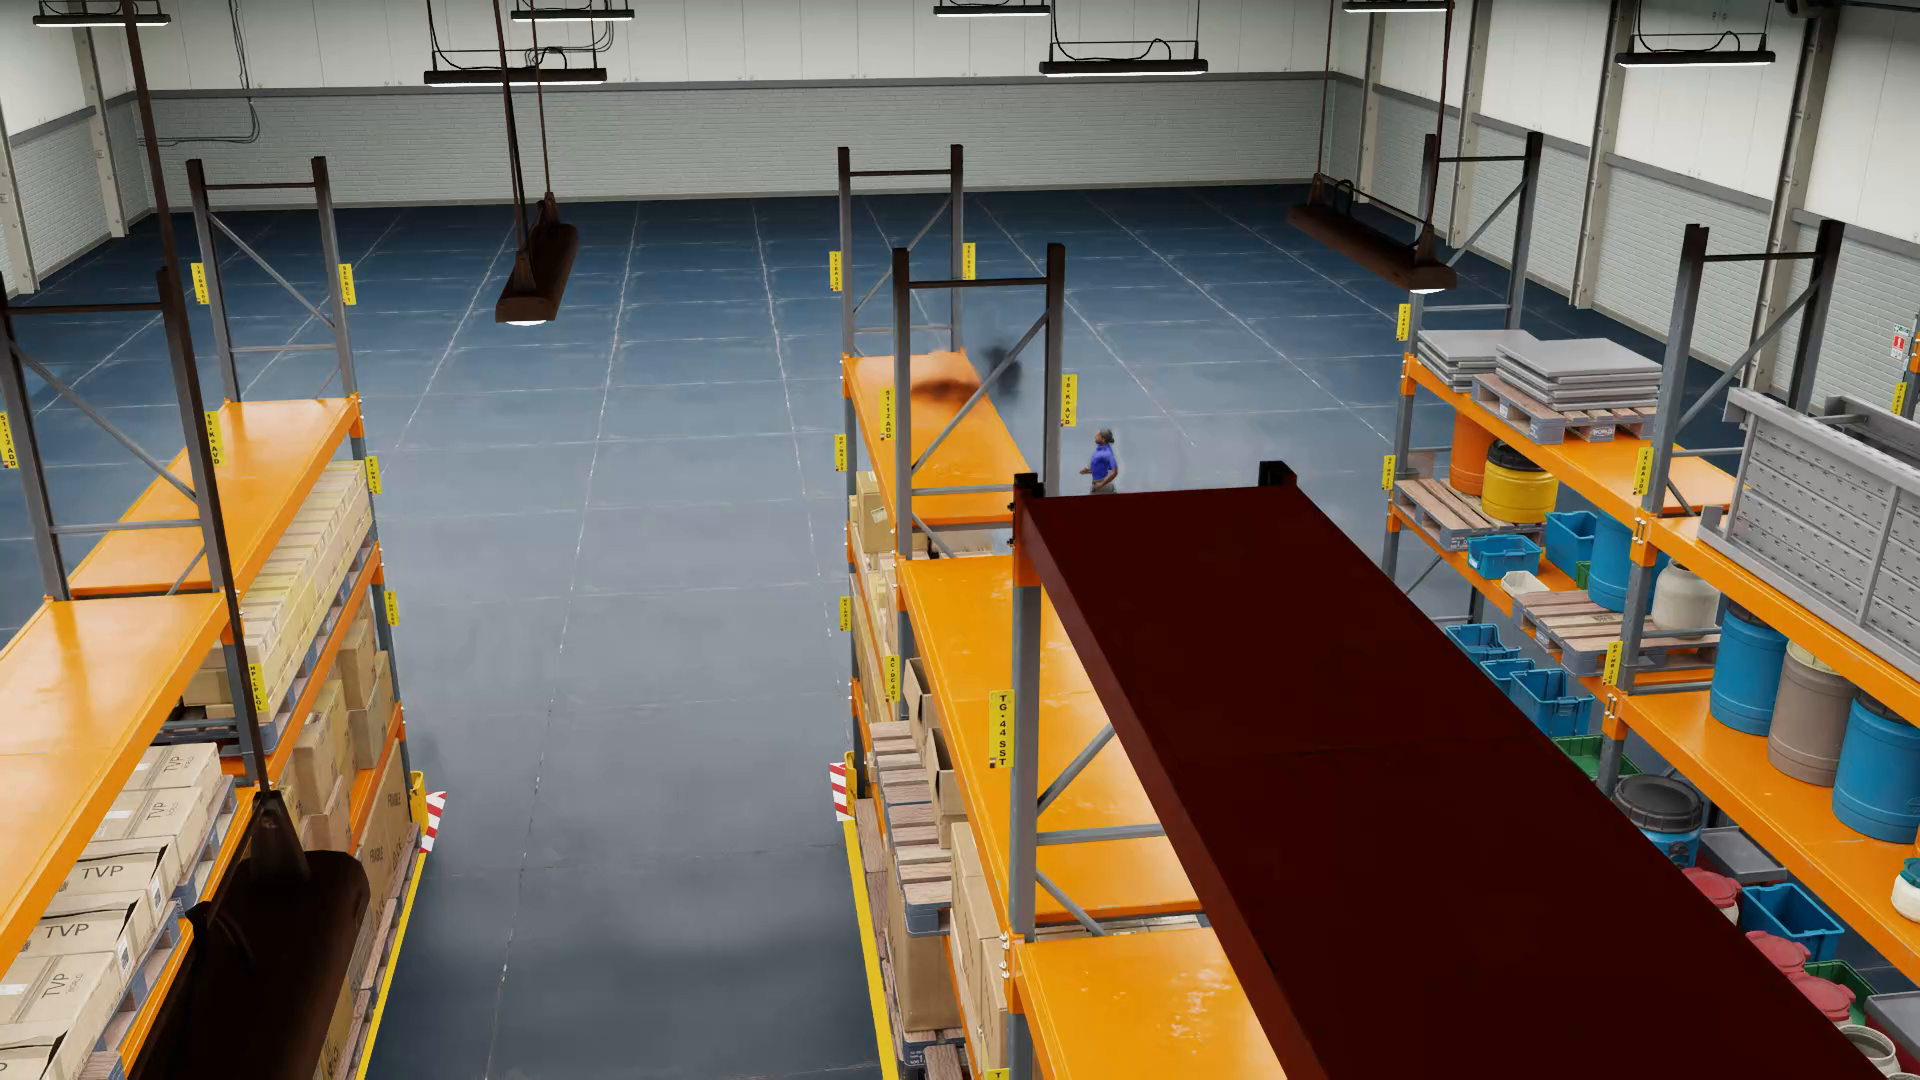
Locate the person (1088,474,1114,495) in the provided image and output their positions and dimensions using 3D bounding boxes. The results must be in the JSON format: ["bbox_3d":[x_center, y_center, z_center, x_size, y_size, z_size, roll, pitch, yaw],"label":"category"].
[{"bbox_3d":[1.871,-0.378,21.133,0.679,0.929,0.367,4,22,11],"label":"person"}]
